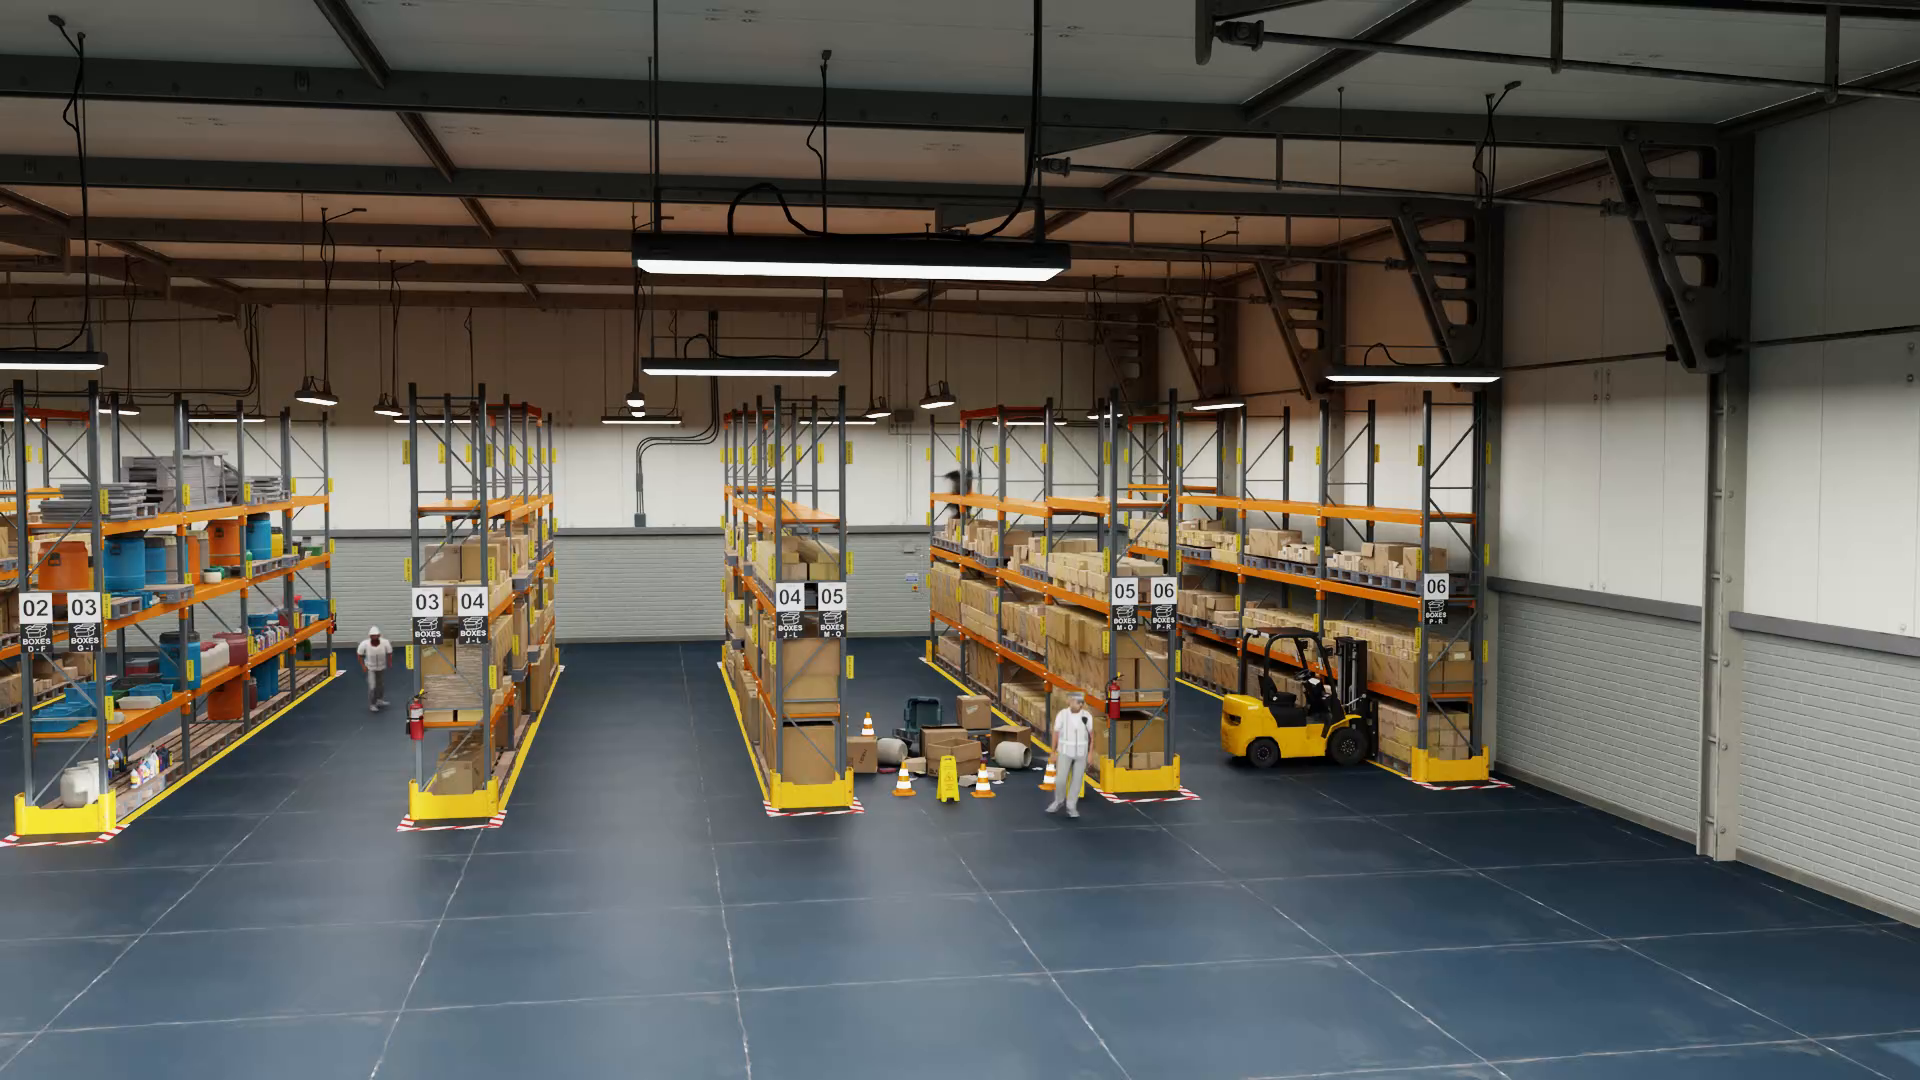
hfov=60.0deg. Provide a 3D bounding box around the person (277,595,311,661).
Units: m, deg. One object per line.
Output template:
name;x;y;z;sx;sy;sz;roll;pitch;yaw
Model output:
person;-15.460;2.150;38.979;0.879;1.740;0.712;-2;4;-38

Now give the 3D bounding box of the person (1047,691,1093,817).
person;1.527;2.952;22.996;0.633;1.746;0.482;-1;3;-12

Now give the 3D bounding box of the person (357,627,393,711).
person;-11.468;2.517;32.599;0.695;1.675;0.865;-2;4;-35
